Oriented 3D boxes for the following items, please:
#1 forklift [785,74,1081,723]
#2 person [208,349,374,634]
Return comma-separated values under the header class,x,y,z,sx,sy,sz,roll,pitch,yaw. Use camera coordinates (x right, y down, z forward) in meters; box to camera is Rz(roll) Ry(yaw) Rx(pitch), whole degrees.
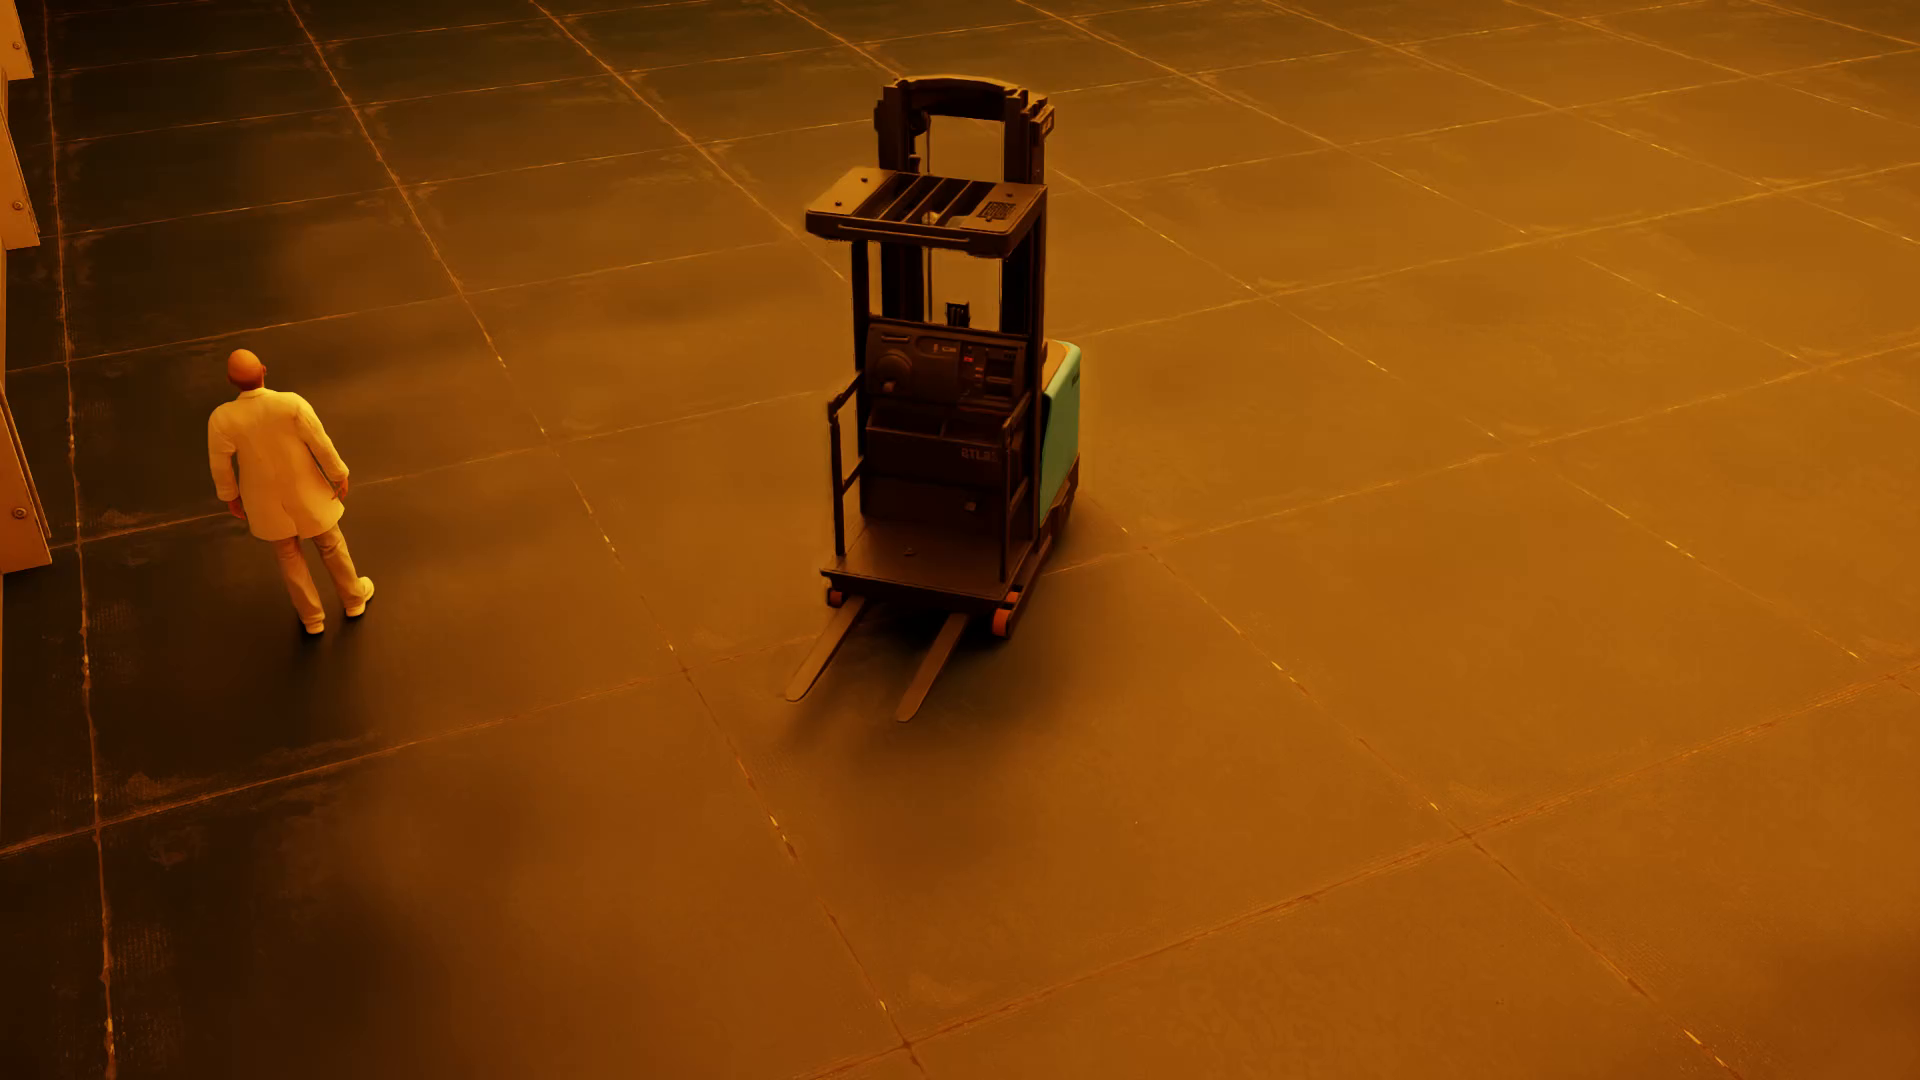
class,x,y,z,sx,sy,sz,roll,pitch,yaw
forklift,-0.147,-0.926,9.197,1.130,2.935,3.031,9,32,15
person,-3.760,-0.310,9.278,0.698,1.778,0.582,-8,32,-14
